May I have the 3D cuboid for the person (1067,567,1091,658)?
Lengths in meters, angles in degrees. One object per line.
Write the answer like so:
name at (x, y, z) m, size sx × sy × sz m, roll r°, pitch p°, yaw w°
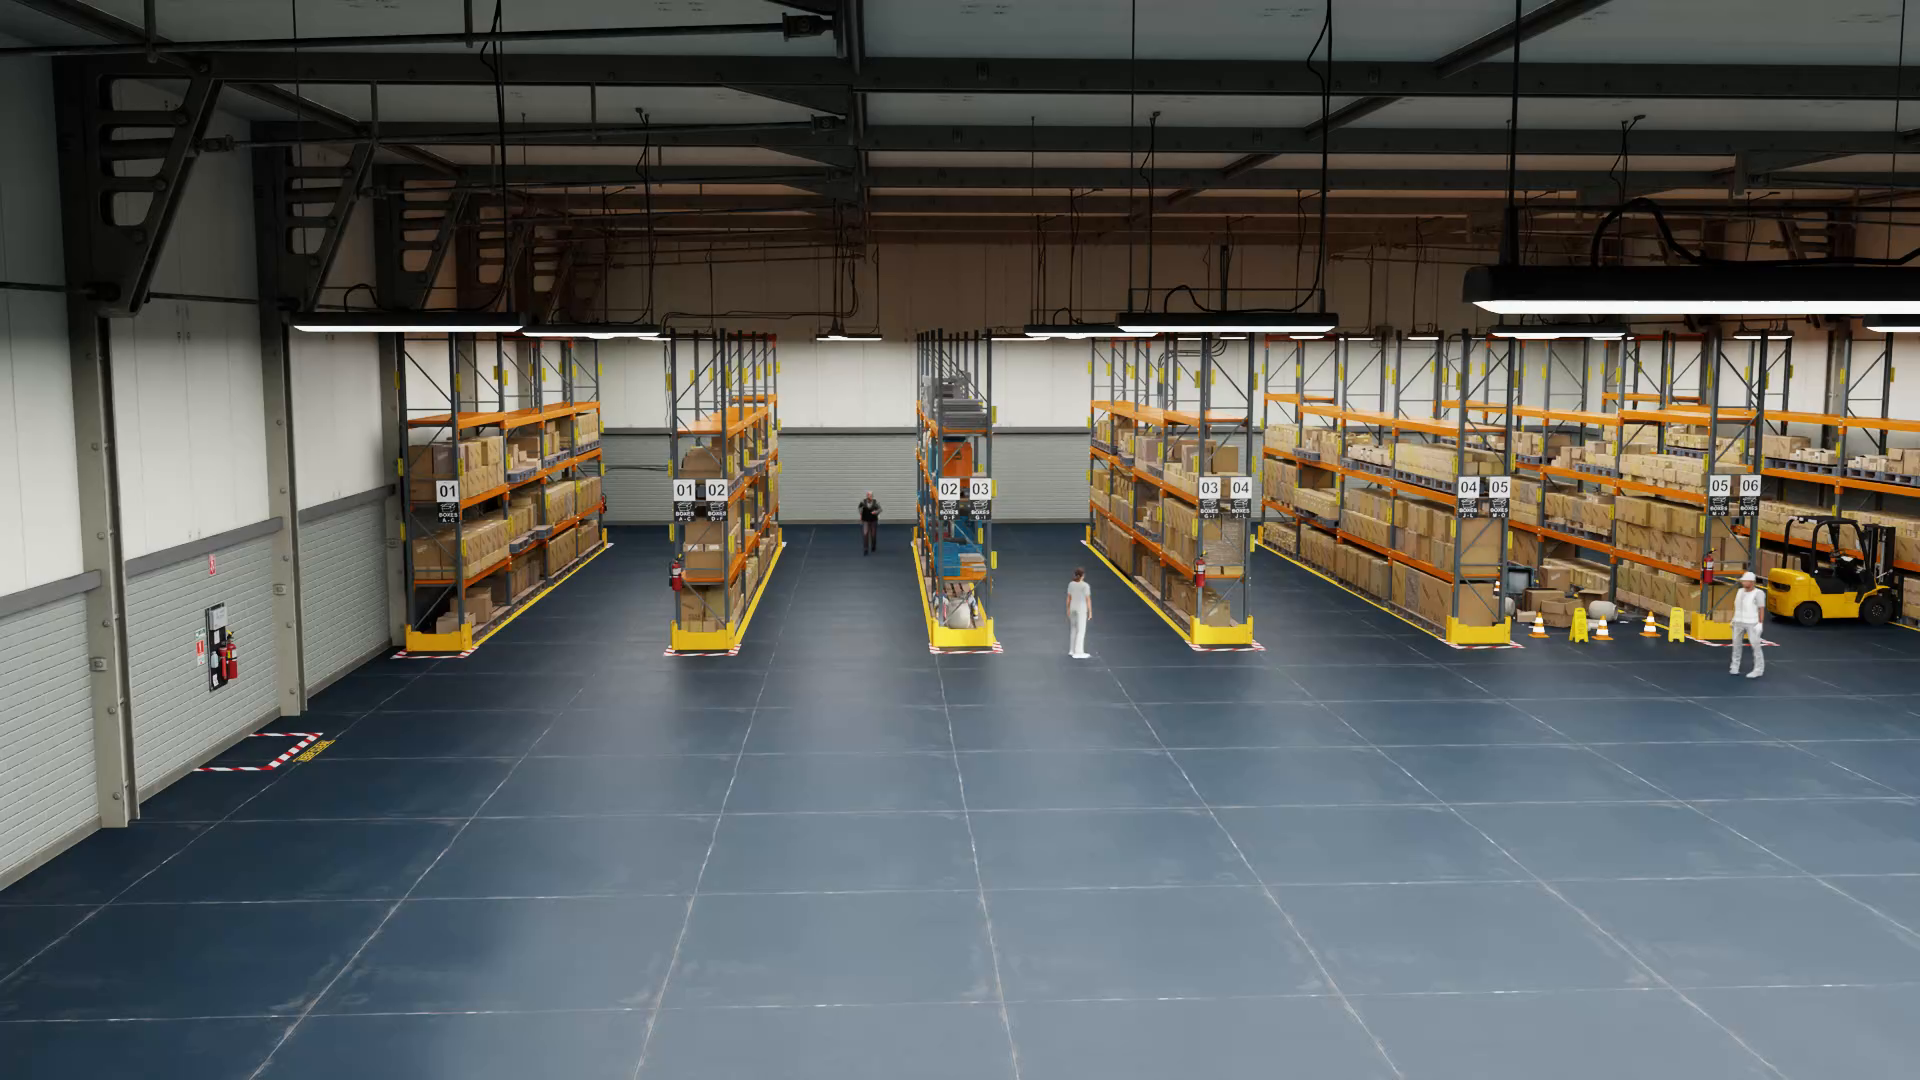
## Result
person at (2.219, 1.324, 30.457) m, size 0.504 × 1.692 × 0.452 m, roll 6°, pitch 9°, yaw 44°

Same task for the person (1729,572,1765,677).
person at (13.625, 1.443, 28.801) m, size 0.443 × 1.784 × 0.634 m, roll -5°, pitch 9°, yaw -39°

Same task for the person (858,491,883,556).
person at (-2.450, -0.470, 45.394) m, size 0.680 × 1.763 × 0.817 m, roll 0°, pitch 7°, yaw 1°
